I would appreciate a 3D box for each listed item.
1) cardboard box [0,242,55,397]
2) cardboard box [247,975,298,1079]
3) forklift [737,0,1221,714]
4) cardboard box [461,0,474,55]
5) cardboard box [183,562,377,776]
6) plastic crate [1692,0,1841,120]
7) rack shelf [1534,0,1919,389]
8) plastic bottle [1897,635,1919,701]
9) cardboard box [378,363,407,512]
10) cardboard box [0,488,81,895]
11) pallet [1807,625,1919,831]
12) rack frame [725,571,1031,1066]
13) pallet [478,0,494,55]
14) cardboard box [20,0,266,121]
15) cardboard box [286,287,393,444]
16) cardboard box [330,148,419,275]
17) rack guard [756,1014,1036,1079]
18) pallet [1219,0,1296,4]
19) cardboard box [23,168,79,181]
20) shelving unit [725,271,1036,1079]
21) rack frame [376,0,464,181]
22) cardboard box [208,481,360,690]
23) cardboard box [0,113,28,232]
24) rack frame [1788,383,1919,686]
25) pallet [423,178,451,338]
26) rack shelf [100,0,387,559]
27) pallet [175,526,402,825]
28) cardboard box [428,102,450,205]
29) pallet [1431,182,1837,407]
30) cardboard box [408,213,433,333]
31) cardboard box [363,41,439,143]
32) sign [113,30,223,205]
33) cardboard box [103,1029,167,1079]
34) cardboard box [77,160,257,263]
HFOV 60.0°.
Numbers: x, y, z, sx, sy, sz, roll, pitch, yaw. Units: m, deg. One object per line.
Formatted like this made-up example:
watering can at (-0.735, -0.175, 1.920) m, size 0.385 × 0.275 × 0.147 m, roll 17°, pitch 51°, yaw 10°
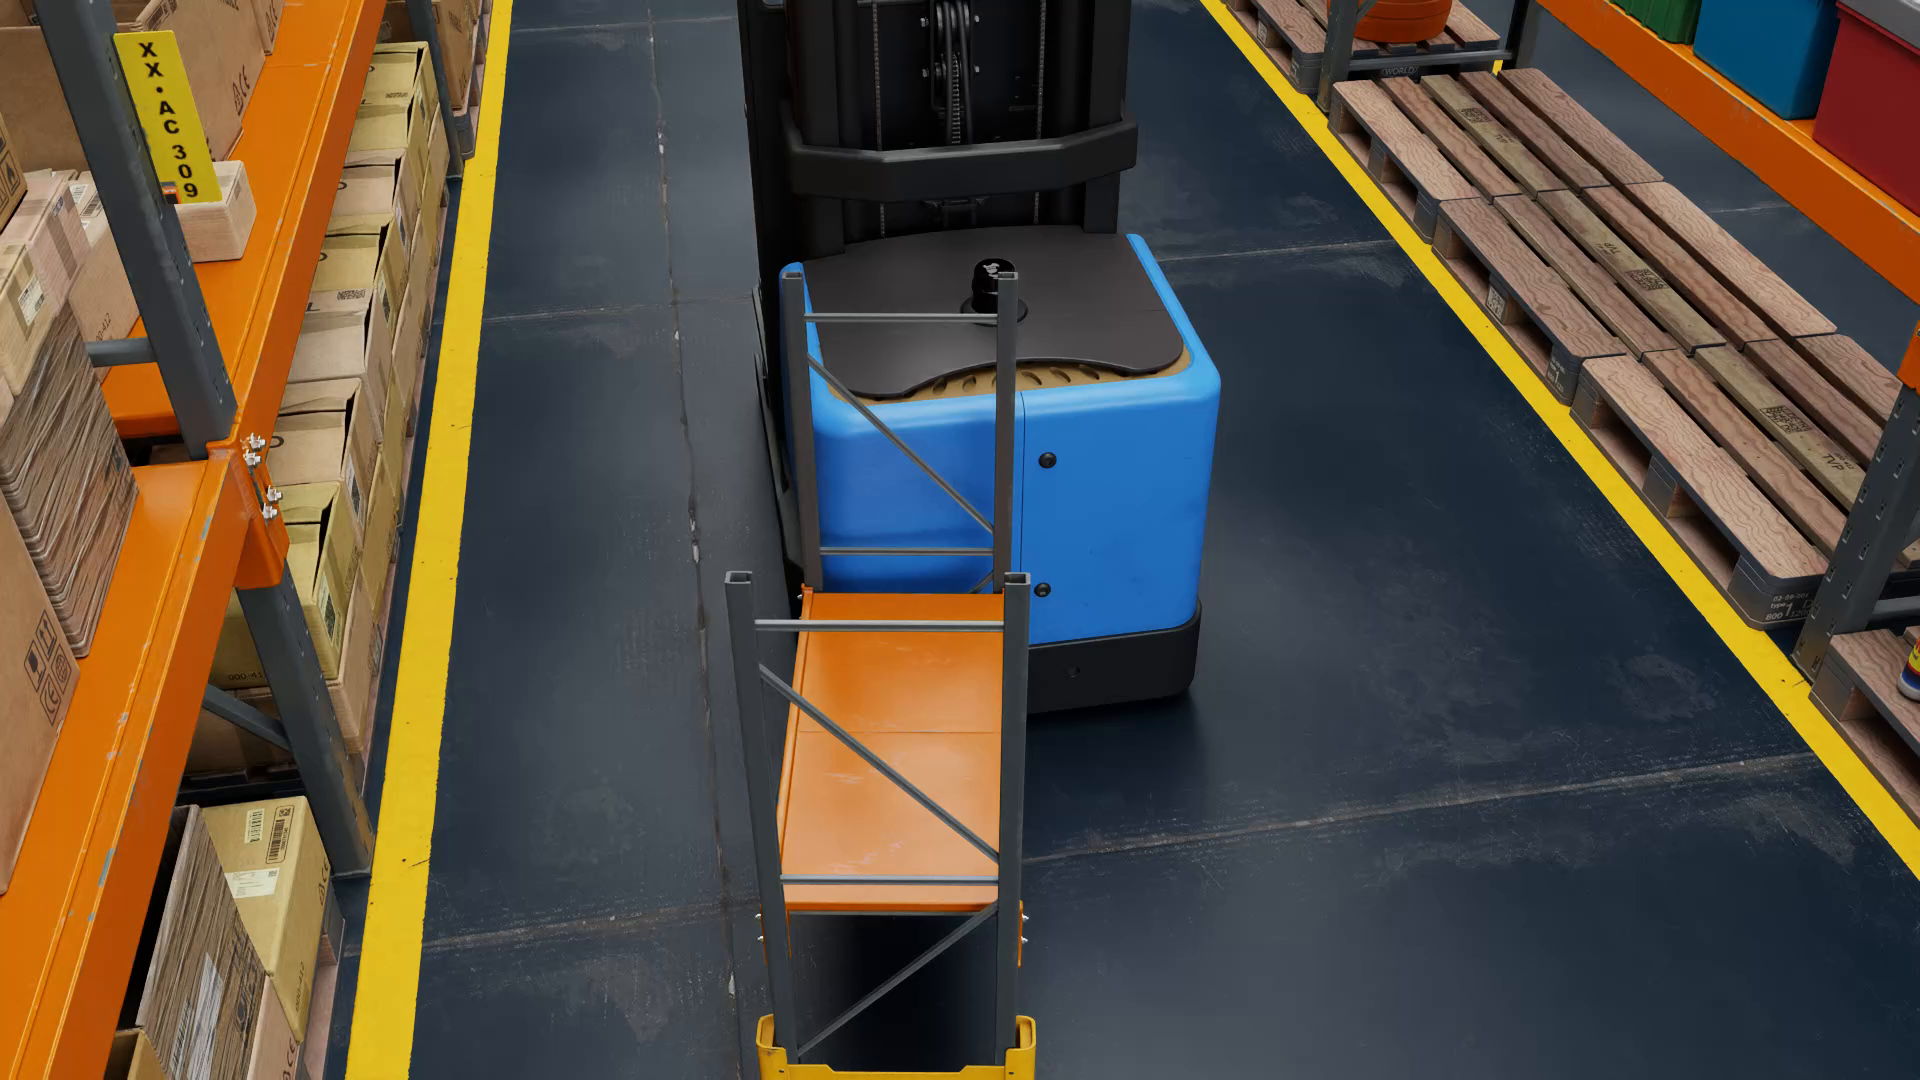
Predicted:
cardboard box at (-1.678, -0.332, 2.622) m, size 0.380 × 0.149 × 0.250 m, roll -7°, pitch 38°, yaw -9°
cardboard box at (-1.604, 1.153, 3.220) m, size 0.500 × 0.250 × 0.500 m, roll -6°, pitch 38°, yaw -8°
forklift at (-0.111, -1.538, 4.840) m, size 1.130 × 2.935 × 3.031 m, roll -6°, pitch 38°, yaw -8°
cardboard box at (-2.576, -2.551, 7.768) m, size 0.500 × 0.500 × 0.500 m, roll -8°, pitch 38°, yaw -10°
cardboard box at (-1.805, 0.323, 4.289) m, size 0.500 × 0.250 × 0.500 m, roll -7°, pitch 38°, yaw -9°
plastic crate at (2.399, -1.484, 4.728) m, size 0.392 × 0.384 × 0.575 m, roll -6°, pitch 38°, yaw -8°
rack shelf at (2.548, -1.782, 5.685) m, size 1.077 × 0.370 × 4.000 m, roll -6°, pitch 38°, yaw -8°
plastic bottle at (2.523, 0.286, 4.303) m, size 0.097 × 0.271 × 0.097 m, roll 0°, pitch 38°, yaw 0°
cardboard box at (-1.987, -0.299, 5.089) m, size 0.500 × 0.250 × 0.500 m, roll -7°, pitch 38°, yaw -9°
cardboard box at (-1.796, 0.219, 2.442) m, size 0.700 × 0.500 × 0.500 m, roll -7°, pitch 38°, yaw -8°
pallet at (2.976, 0.654, 4.237) m, size 1.003 × 0.211 × 1.213 m, roll -6°, pitch 38°, yaw -8°
rack frame at (-0.134, 0.654, 3.185) m, size 0.500 × 1.500 × 0.032 m, roll 0°, pitch 38°, yaw 0°
pallet at (-2.984, -2.832, 8.724) m, size 1.003 × 0.211 × 1.213 m, roll -6°, pitch 38°, yaw -8°
cardboard box at (-2.277, -1.453, 4.594) m, size 0.500 × 0.500 × 0.500 m, roll -6°, pitch 38°, yaw -8°
cardboard box at (-1.980, -0.520, 4.917) m, size 0.500 × 0.311 × 0.500 m, roll -7°, pitch 38°, yaw -9°
cardboard box at (-2.162, -1.136, 5.710) m, size 0.500 × 0.311 × 0.500 m, roll -6°, pitch 38°, yaw -8°
rack guard at (-0.134, 1.136, 3.584) m, size 0.587 × 0.250 × 0.087 m, roll 0°, pitch 38°, yaw 0°
pallet at (1.808, -3.379, 9.428) m, size 1.003 × 0.211 × 1.213 m, roll -6°, pitch 38°, yaw -8°
cardboard box at (-2.313, -0.785, 3.925) m, size 0.396 × 0.266 × 0.258 m, roll -7°, pitch 38°, yaw -9°
shelving unit at (-0.131, 0.337, 3.594) m, size 0.587 × 1.500 × 1.083 m, roll 0°, pitch 38°, yaw 0°
rack frame at (-2.680, -2.743, 6.336) m, size 1.000 × 3.000 × 0.127 m, roll -6°, pitch 38°, yaw -8°
cardboard box at (-1.806, 0.095, 4.125) m, size 0.500 × 0.311 × 0.500 m, roll -6°, pitch 38°, yaw -8°
cardboard box at (-1.894, -0.612, 2.453) m, size 0.700 × 0.500 × 0.500 m, roll -6°, pitch 38°, yaw -8°
rack frame at (2.899, -0.858, 3.909) m, size 1.000 × 3.000 × 0.127 m, roll -6°, pitch 38°, yaw -8°
pallet at (-2.574, -1.141, 6.546) m, size 1.003 × 0.211 × 1.213 m, roll -6°, pitch 38°, yaw -8°
rack shelf at (-2.329, -1.251, 5.002) m, size 1.077 × 0.370 × 4.000 m, roll -6°, pitch 38°, yaw -8°
pallet at (-2.146, 0.333, 4.649) m, size 1.003 × 0.211 × 1.213 m, roll -6°, pitch 38°, yaw -8°
cardboard box at (-2.347, -1.532, 6.675) m, size 0.500 × 0.250 × 0.500 m, roll -5°, pitch 38°, yaw -7°
pallet at (2.506, -0.965, 6.320) m, size 1.003 × 0.211 × 1.213 m, roll -6°, pitch 38°, yaw -8°
cardboard box at (-2.168, -0.917, 5.884) m, size 0.500 × 0.250 × 0.500 m, roll -5°, pitch 38°, yaw -7°
cardboard box at (-2.345, -1.755, 6.505) m, size 0.500 × 0.311 × 0.500 m, roll -5°, pitch 38°, yaw -7°
sign at (-1.432, -0.761, 3.014) m, size 0.100 × 0.325 × 0.005 m, roll -6°, pitch 38°, yaw -8°
cardboard box at (-1.514, 1.158, 2.602) m, size 0.500 × 0.500 × 0.500 m, roll -6°, pitch 38°, yaw -8°
cardboard box at (-1.933, -0.785, 4.020) m, size 0.380 × 0.149 × 0.250 m, roll -6°, pitch 38°, yaw -8°
